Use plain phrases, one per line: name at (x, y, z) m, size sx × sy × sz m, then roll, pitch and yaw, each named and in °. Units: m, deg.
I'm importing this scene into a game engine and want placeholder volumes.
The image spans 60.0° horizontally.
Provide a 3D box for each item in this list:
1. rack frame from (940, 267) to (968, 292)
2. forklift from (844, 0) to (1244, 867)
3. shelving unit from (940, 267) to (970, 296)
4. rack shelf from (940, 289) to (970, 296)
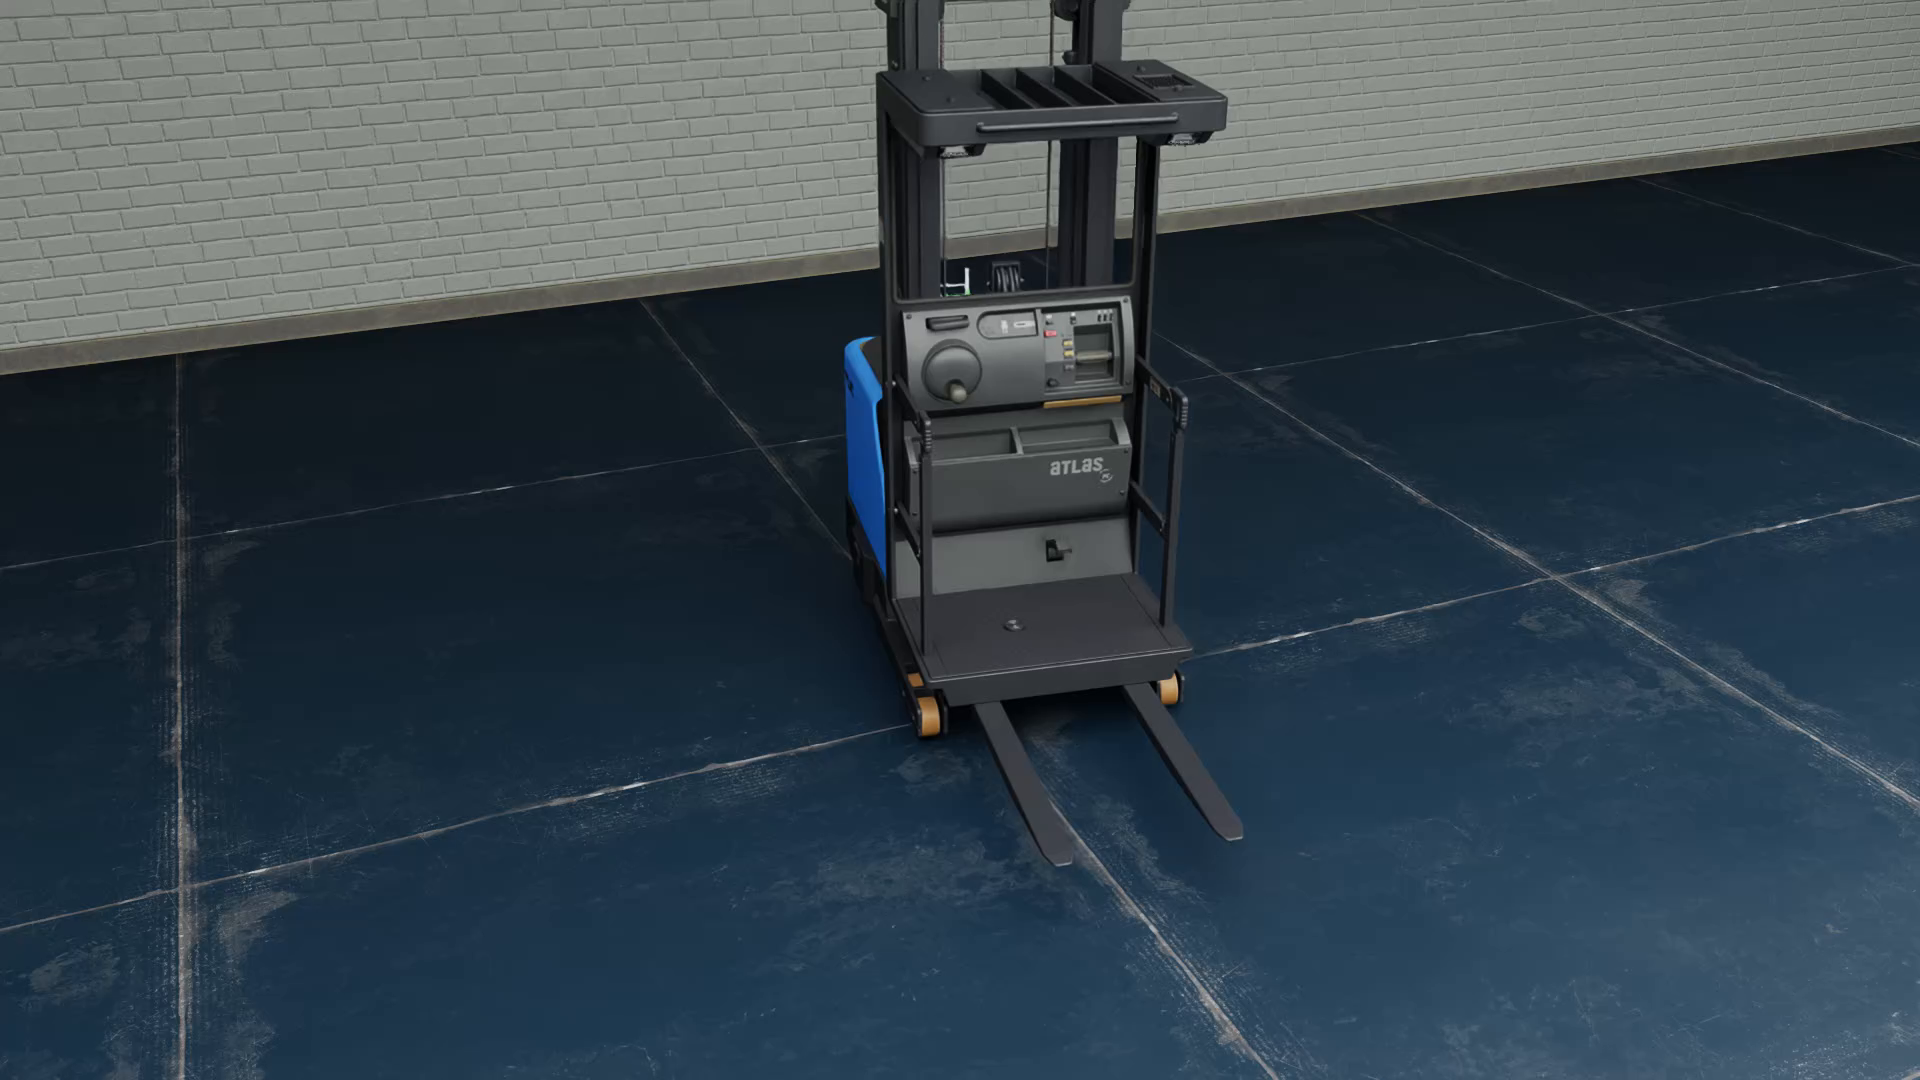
rack frame at (-0.076, -0.810, 8.542) m, size 0.240 × 1.200 × 0.015 m, roll -6°, pitch 27°, yaw -12°
forklift at (0.289, -0.713, 6.371) m, size 1.130 × 2.935 × 3.031 m, roll -6°, pitch 27°, yaw -12°
shelving unit at (-0.019, -0.706, 8.329) m, size 0.258 × 1.200 × 0.503 m, roll -6°, pitch 27°, yaw -12°
rack shelf at (-0.019, -1.080, 8.146) m, size 0.258 × 0.148 × 0.480 m, roll -6°, pitch 27°, yaw -12°
